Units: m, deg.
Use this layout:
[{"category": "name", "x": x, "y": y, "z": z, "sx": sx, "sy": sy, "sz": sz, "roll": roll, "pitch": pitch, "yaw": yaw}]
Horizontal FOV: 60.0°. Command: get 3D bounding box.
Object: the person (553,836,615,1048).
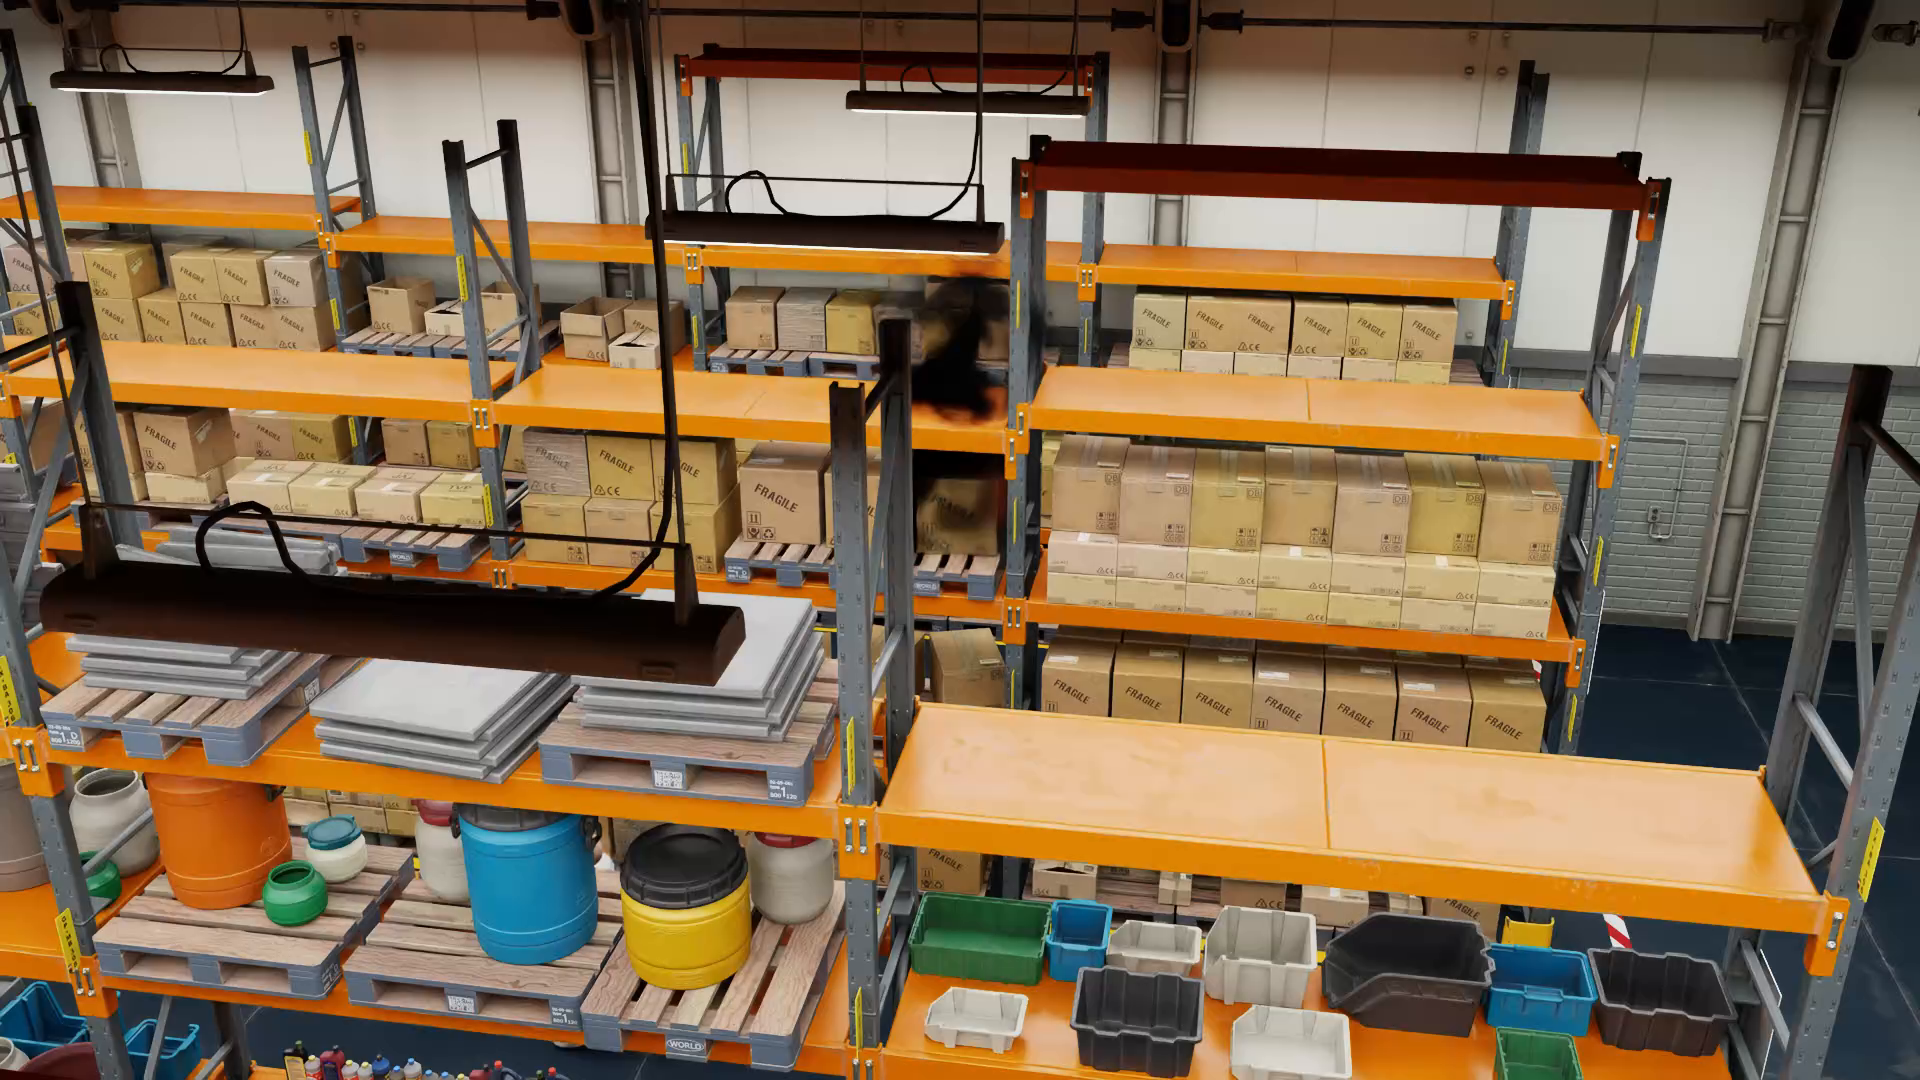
[{"category": "person", "x": -2.493, "y": 2.798, "z": 11.539, "sx": 0.820, "sy": 1.743, "sz": 0.702, "roll": -2, "pitch": 23, "yaw": -4}]
